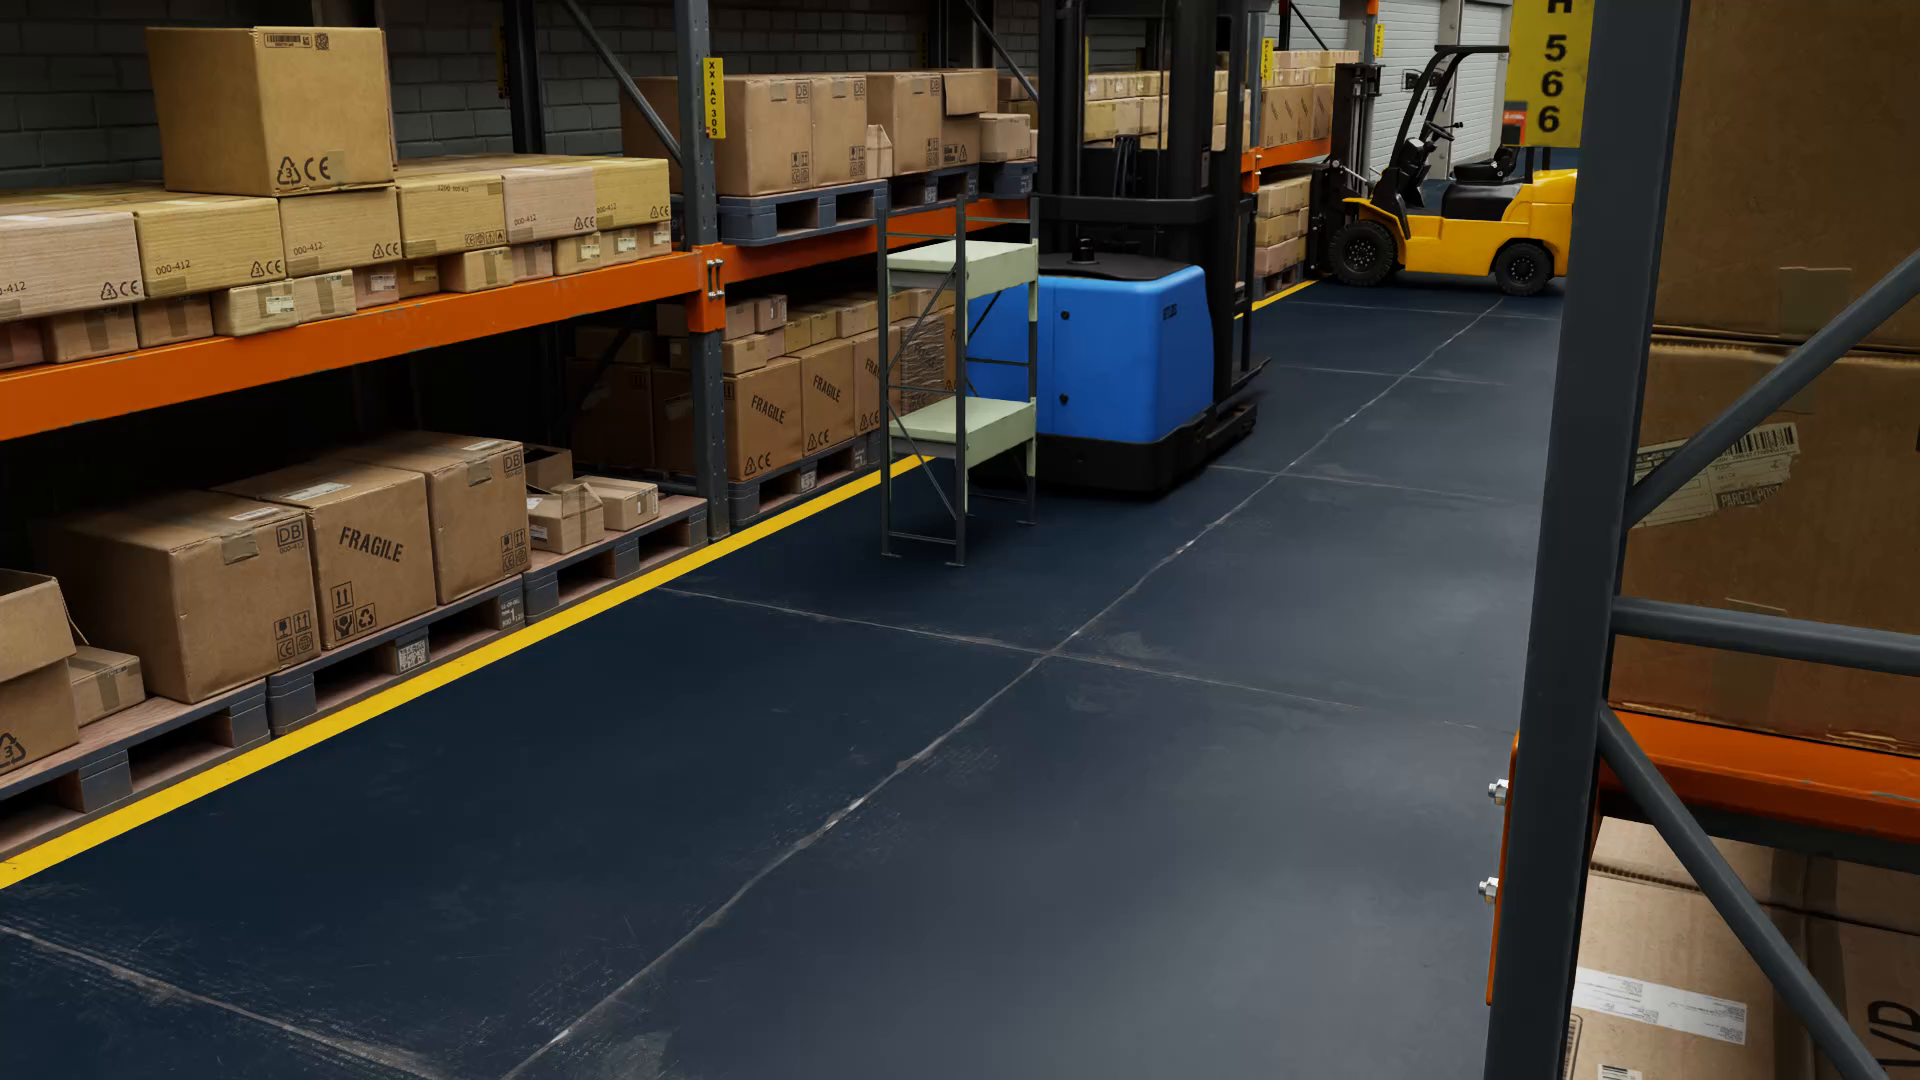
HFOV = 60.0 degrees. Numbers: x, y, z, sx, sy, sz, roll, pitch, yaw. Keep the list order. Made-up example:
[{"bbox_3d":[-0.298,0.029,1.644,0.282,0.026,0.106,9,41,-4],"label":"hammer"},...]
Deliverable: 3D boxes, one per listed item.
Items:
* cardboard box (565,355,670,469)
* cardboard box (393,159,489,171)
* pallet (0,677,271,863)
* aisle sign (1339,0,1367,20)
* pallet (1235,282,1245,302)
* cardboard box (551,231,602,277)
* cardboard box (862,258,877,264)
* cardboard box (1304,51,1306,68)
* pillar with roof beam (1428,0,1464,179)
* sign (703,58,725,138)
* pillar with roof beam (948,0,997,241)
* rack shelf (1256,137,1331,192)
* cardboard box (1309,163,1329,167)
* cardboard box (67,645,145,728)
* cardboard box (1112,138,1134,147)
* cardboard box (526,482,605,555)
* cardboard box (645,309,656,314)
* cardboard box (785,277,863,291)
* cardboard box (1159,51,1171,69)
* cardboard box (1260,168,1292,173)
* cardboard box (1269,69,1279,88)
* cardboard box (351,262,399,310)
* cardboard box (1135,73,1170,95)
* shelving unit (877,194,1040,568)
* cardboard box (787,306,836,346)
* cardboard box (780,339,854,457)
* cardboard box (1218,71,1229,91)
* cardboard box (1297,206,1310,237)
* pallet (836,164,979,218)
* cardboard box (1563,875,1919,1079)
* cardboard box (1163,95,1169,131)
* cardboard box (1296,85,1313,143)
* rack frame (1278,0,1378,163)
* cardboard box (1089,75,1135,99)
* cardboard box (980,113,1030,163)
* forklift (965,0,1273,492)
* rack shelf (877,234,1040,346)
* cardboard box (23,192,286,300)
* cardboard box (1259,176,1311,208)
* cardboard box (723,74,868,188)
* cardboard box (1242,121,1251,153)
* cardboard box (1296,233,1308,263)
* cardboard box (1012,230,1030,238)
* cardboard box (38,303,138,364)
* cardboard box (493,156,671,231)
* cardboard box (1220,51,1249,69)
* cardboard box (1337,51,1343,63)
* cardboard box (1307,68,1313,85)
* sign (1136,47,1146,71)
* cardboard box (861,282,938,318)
[{"bbox_3d":[-1.566,-0.668,8.159,0.500,0.500,0.500,8,18,25],"label":"cardboard box"},{"bbox_3d":[-2.202,-1.353,6.552,0.500,0.250,0.500,8,18,25],"label":"cardboard box"},{"bbox_3d":[-2.919,0.631,5.031,1.003,0.211,1.213,8,18,25],"label":"pallet"},{"bbox_3d":[4.133,-5.785,17.166,0.394,0.787,0.004,8,18,25],"label":"aisle sign"},{"bbox_3d":[1.759,-2.011,13.924,1.003,0.211,1.213,8,18,25],"label":"pallet"},{"bbox_3d":[-1.629,-1.130,6.503,0.380,0.149,0.250,9,19,27],"label":"cardboard box"},{"bbox_3d":[-0.388,-1.678,10.419,0.380,0.149,0.250,9,19,27],"label":"cardboard box"},{"bbox_3d":[2.966,-4.423,15.312,0.380,0.149,0.250,8,18,25],"label":"cardboard box"},{"bbox_3d":[11.937,-9.881,24.988,9.100,9.000,0.400,8,18,25],"label":"pillar with roof beam"},{"bbox_3d":[-1.032,-1.851,6.966,0.100,0.325,0.005,8,18,25],"label":"sign"},{"bbox_3d":[3.894,-5.296,9.551,9.100,9.000,0.400,8,18,25],"label":"pillar with roof beam"},{"bbox_3d":[2.947,-3.705,15.993,1.077,0.370,4.000,8,18,25],"label":"rack shelf"},{"bbox_3d":[3.914,-3.765,17.267,0.500,0.250,0.500,9,19,27],"label":"cardboard box"},{"bbox_3d":[-2.726,0.435,5.062,0.380,0.149,0.250,7,18,23],"label":"cardboard box"},{"bbox_3d":[0.912,-2.659,11.472,0.500,0.250,0.500,8,18,24],"label":"cardboard box"},{"bbox_3d":[-1.667,-0.123,6.735,0.396,0.266,0.258,9,19,27],"label":"cardboard box"},{"bbox_3d":[-1.401,-1.078,8.398,0.380,0.149,0.250,8,18,26],"label":"cardboard box"},{"bbox_3d":[-0.776,-1.406,9.504,0.380,0.149,0.250,8,18,26],"label":"cardboard box"},{"bbox_3d":[1.926,-4.162,14.430,0.380,0.149,0.250,8,18,26],"label":"cardboard box"},{"bbox_3d":[3.004,-3.570,16.610,0.500,0.250,0.500,8,18,25],"label":"cardboard box"},{"bbox_3d":[2.546,-4.013,14.453,0.380,0.149,0.250,9,19,27],"label":"cardboard box"},{"bbox_3d":[-2.143,-0.878,5.654,0.380,0.149,0.250,8,18,25],"label":"cardboard box"},{"bbox_3d":[1.506,-3.377,12.312,0.380,0.149,0.250,8,18,24],"label":"cardboard box"},{"bbox_3d":[0.003,-0.721,7.317,0.431,1.500,0.755,8,18,25],"label":"shelving unit"},{"bbox_3d":[-0.854,-1.093,8.449,0.380,0.149,0.250,8,18,24],"label":"cardboard box"},{"bbox_3d":[-0.875,-0.737,8.390,0.500,0.500,0.500,8,18,25],"label":"cardboard box"},{"bbox_3d":[2.000,-3.716,13.452,0.380,0.149,0.250,8,18,25],"label":"cardboard box"},{"bbox_3d":[3.004,-3.002,15.578,0.500,0.250,0.500,8,18,25],"label":"cardboard box"},{"bbox_3d":[-0.599,-1.934,9.103,1.003,0.211,1.213,8,18,25],"label":"pallet"},{"bbox_3d":[1.339,0.993,2.676,0.875,0.438,0.875,7,18,24],"label":"cardboard box"},{"bbox_3d":[1.363,-3.163,12.290,0.500,0.250,0.500,8,18,26],"label":"cardboard box"},{"bbox_3d":[2.929,-3.932,15.319,0.500,0.500,0.500,8,18,25],"label":"cardboard box"},{"bbox_3d":[3.841,-4.559,17.606,1.000,3.000,0.127,8,18,25],"label":"rack frame"},{"bbox_3d":[0.988,-3.129,11.476,0.380,0.149,0.250,8,18,26],"label":"cardboard box"},{"bbox_3d":[0.084,-2.341,9.664,0.500,0.250,0.500,7,18,23],"label":"cardboard box"},{"bbox_3d":[1.070,-2.015,9.159,1.130,2.935,3.031,7,18,23],"label":"forklift"},{"bbox_3d":[0.003,-1.095,7.205,0.431,0.370,0.720,8,18,25],"label":"rack shelf"},{"bbox_3d":[-2.416,-0.894,5.006,0.500,0.250,0.500,8,18,24],"label":"cardboard box"},{"bbox_3d":[3.000,-3.243,15.511,0.500,0.250,0.500,9,19,27],"label":"cardboard box"},{"bbox_3d":[-0.874,-1.979,8.004,0.700,0.500,0.500,8,18,26],"label":"cardboard box"},{"bbox_3d":[2.062,-3.307,13.653,0.500,0.250,0.500,9,19,27],"label":"cardboard box"},{"bbox_3d":[2.995,-2.769,15.670,0.500,0.250,0.500,8,19,26],"label":"cardboard box"},{"bbox_3d":[0.842,-1.909,12.117,0.875,0.625,0.625,9,19,27],"label":"cardboard box"},{"bbox_3d":[-2.590,-0.611,4.754,0.380,0.149,0.250,9,19,27],"label":"cardboard box"},{"bbox_3d":[-1.531,-1.413,6.753,0.500,0.250,0.500,9,19,27],"label":"cardboard box"},{"bbox_3d":[2.482,-4.166,14.444,0.380,0.149,0.250,8,19,26],"label":"cardboard box"},{"bbox_3d":[3.499,-4.671,16.146,0.380,0.149,0.250,9,19,27],"label":"cardboard box"},{"bbox_3d":[3.029,-4.269,15.315,0.380,0.149,0.250,7,18,24],"label":"cardboard box"},{"bbox_3d":[1.556,-4.063,14.278,0.100,0.325,0.005,8,18,25],"label":"sign"},{"bbox_3d":[-0.346,-1.343,9.292,0.380,0.149,0.250,7,18,23],"label":"cardboard box"}]
